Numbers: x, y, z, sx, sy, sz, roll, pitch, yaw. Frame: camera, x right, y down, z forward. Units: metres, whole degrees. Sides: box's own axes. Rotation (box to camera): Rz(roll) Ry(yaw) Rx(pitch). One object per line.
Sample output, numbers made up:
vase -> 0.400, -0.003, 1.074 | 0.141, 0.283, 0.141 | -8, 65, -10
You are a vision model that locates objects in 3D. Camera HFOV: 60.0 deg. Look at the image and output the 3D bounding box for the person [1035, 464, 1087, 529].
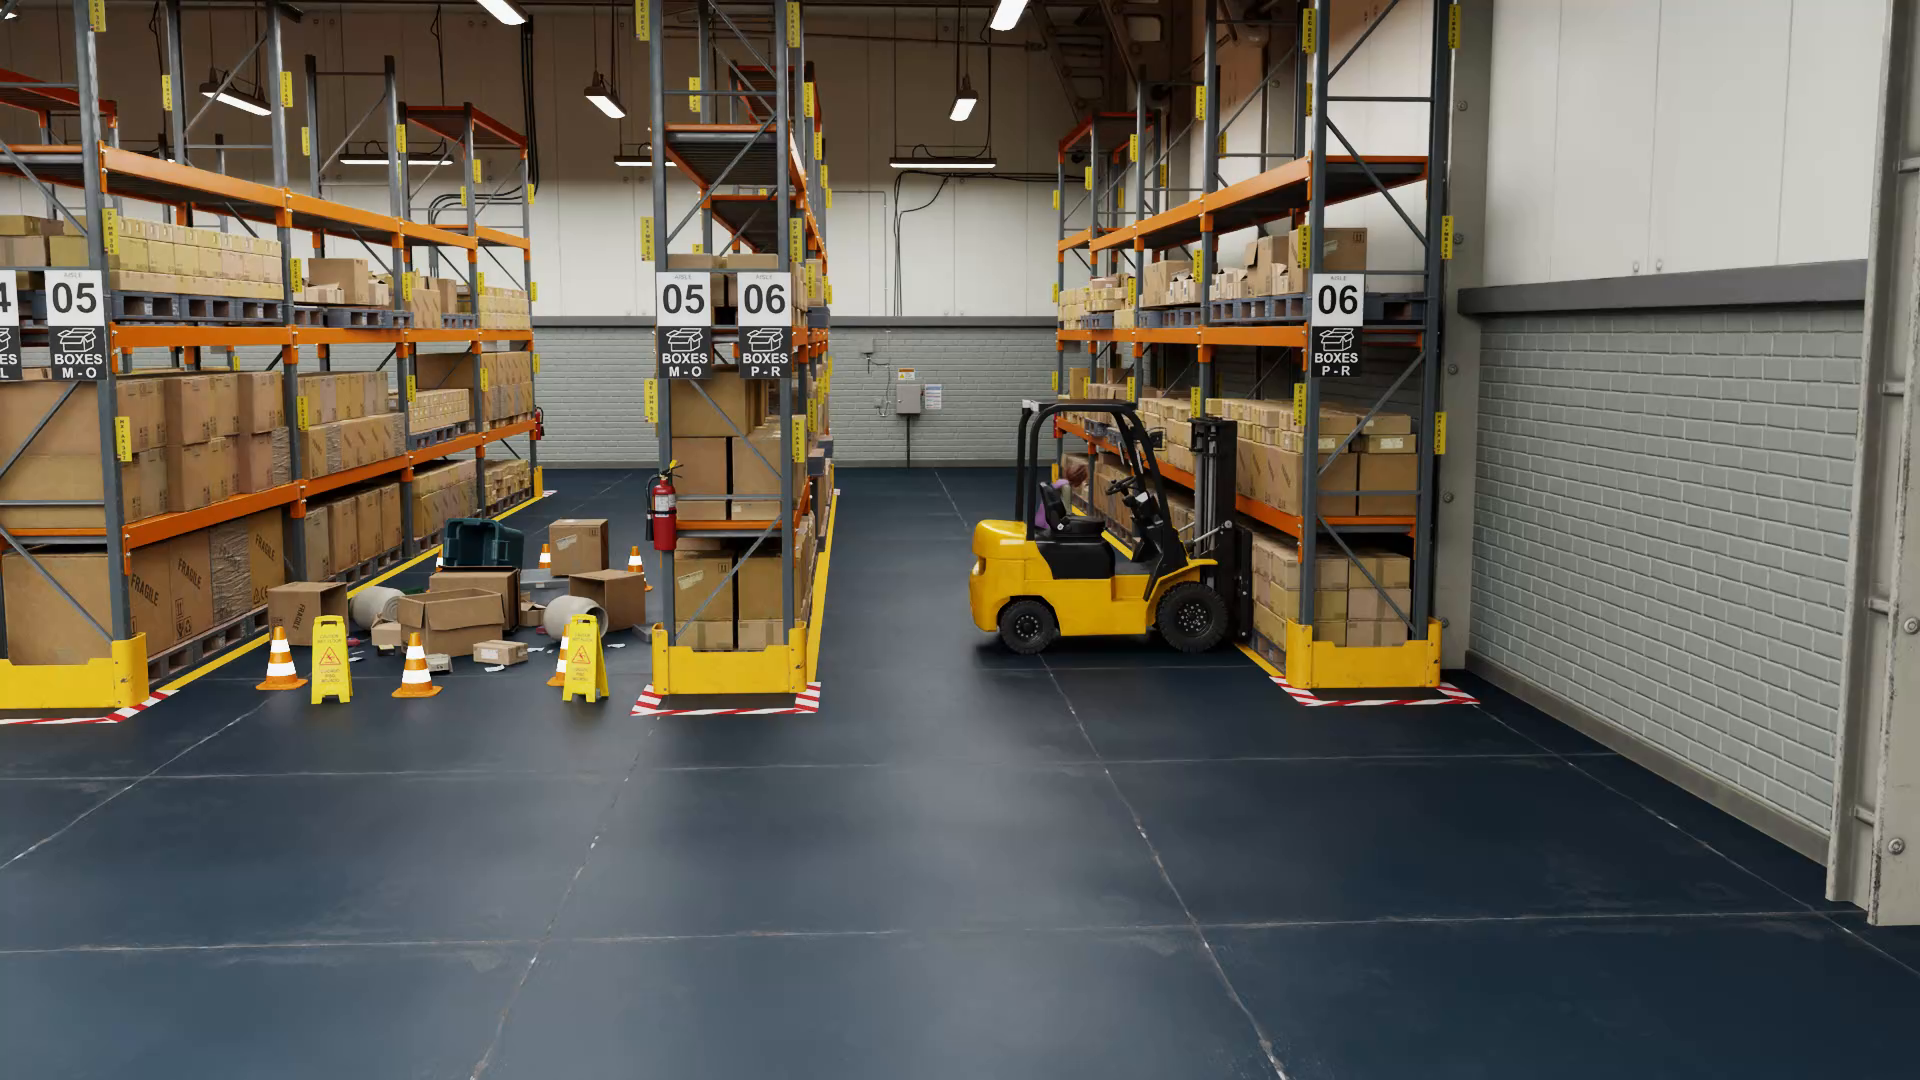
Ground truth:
person -> 1.037, -0.091, 17.376 | 0.581, 1.400, 0.458 | 0, 7, -3
